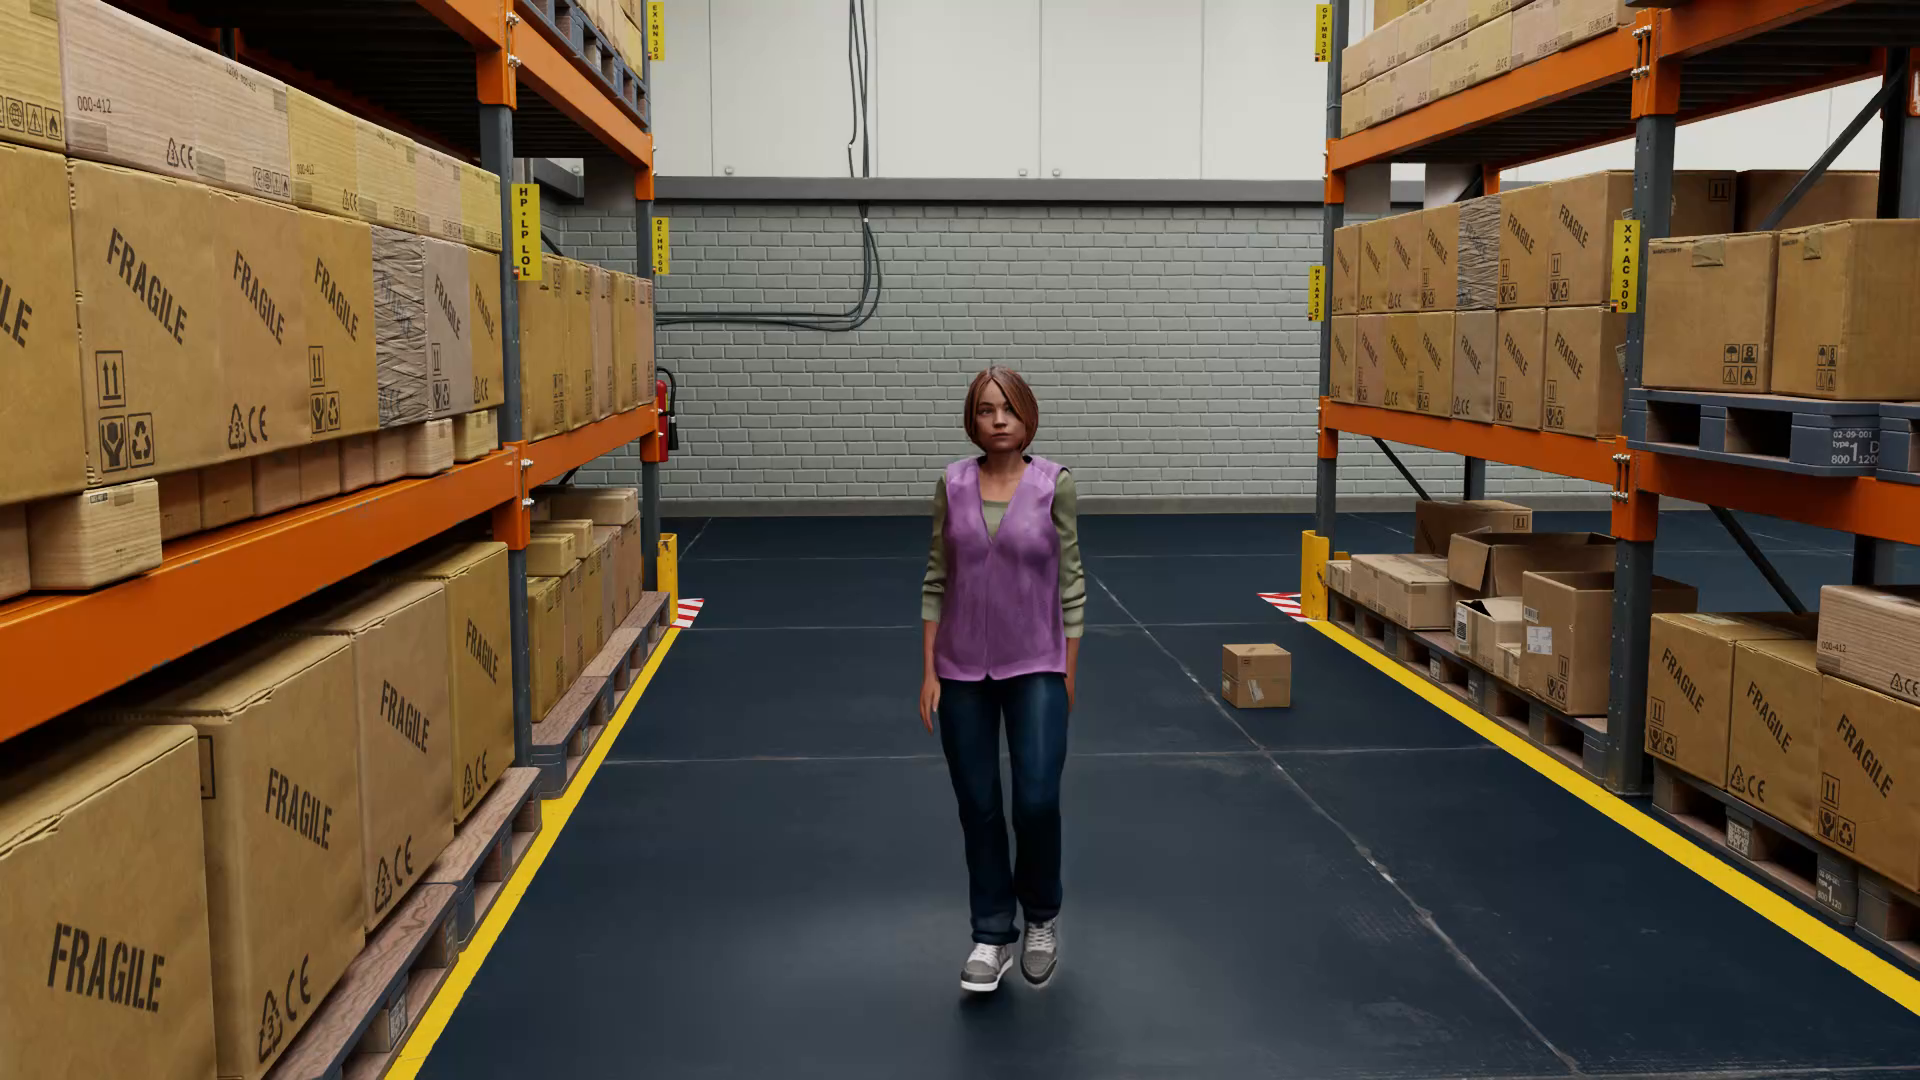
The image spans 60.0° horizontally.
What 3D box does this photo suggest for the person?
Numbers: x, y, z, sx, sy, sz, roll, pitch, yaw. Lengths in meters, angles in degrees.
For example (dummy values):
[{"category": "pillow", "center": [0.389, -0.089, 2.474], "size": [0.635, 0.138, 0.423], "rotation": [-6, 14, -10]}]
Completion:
[{"category": "person", "center": [0.098, 0.363, 4.193], "size": [0.412, 1.598, 0.387], "rotation": [2, 7, 14]}]
